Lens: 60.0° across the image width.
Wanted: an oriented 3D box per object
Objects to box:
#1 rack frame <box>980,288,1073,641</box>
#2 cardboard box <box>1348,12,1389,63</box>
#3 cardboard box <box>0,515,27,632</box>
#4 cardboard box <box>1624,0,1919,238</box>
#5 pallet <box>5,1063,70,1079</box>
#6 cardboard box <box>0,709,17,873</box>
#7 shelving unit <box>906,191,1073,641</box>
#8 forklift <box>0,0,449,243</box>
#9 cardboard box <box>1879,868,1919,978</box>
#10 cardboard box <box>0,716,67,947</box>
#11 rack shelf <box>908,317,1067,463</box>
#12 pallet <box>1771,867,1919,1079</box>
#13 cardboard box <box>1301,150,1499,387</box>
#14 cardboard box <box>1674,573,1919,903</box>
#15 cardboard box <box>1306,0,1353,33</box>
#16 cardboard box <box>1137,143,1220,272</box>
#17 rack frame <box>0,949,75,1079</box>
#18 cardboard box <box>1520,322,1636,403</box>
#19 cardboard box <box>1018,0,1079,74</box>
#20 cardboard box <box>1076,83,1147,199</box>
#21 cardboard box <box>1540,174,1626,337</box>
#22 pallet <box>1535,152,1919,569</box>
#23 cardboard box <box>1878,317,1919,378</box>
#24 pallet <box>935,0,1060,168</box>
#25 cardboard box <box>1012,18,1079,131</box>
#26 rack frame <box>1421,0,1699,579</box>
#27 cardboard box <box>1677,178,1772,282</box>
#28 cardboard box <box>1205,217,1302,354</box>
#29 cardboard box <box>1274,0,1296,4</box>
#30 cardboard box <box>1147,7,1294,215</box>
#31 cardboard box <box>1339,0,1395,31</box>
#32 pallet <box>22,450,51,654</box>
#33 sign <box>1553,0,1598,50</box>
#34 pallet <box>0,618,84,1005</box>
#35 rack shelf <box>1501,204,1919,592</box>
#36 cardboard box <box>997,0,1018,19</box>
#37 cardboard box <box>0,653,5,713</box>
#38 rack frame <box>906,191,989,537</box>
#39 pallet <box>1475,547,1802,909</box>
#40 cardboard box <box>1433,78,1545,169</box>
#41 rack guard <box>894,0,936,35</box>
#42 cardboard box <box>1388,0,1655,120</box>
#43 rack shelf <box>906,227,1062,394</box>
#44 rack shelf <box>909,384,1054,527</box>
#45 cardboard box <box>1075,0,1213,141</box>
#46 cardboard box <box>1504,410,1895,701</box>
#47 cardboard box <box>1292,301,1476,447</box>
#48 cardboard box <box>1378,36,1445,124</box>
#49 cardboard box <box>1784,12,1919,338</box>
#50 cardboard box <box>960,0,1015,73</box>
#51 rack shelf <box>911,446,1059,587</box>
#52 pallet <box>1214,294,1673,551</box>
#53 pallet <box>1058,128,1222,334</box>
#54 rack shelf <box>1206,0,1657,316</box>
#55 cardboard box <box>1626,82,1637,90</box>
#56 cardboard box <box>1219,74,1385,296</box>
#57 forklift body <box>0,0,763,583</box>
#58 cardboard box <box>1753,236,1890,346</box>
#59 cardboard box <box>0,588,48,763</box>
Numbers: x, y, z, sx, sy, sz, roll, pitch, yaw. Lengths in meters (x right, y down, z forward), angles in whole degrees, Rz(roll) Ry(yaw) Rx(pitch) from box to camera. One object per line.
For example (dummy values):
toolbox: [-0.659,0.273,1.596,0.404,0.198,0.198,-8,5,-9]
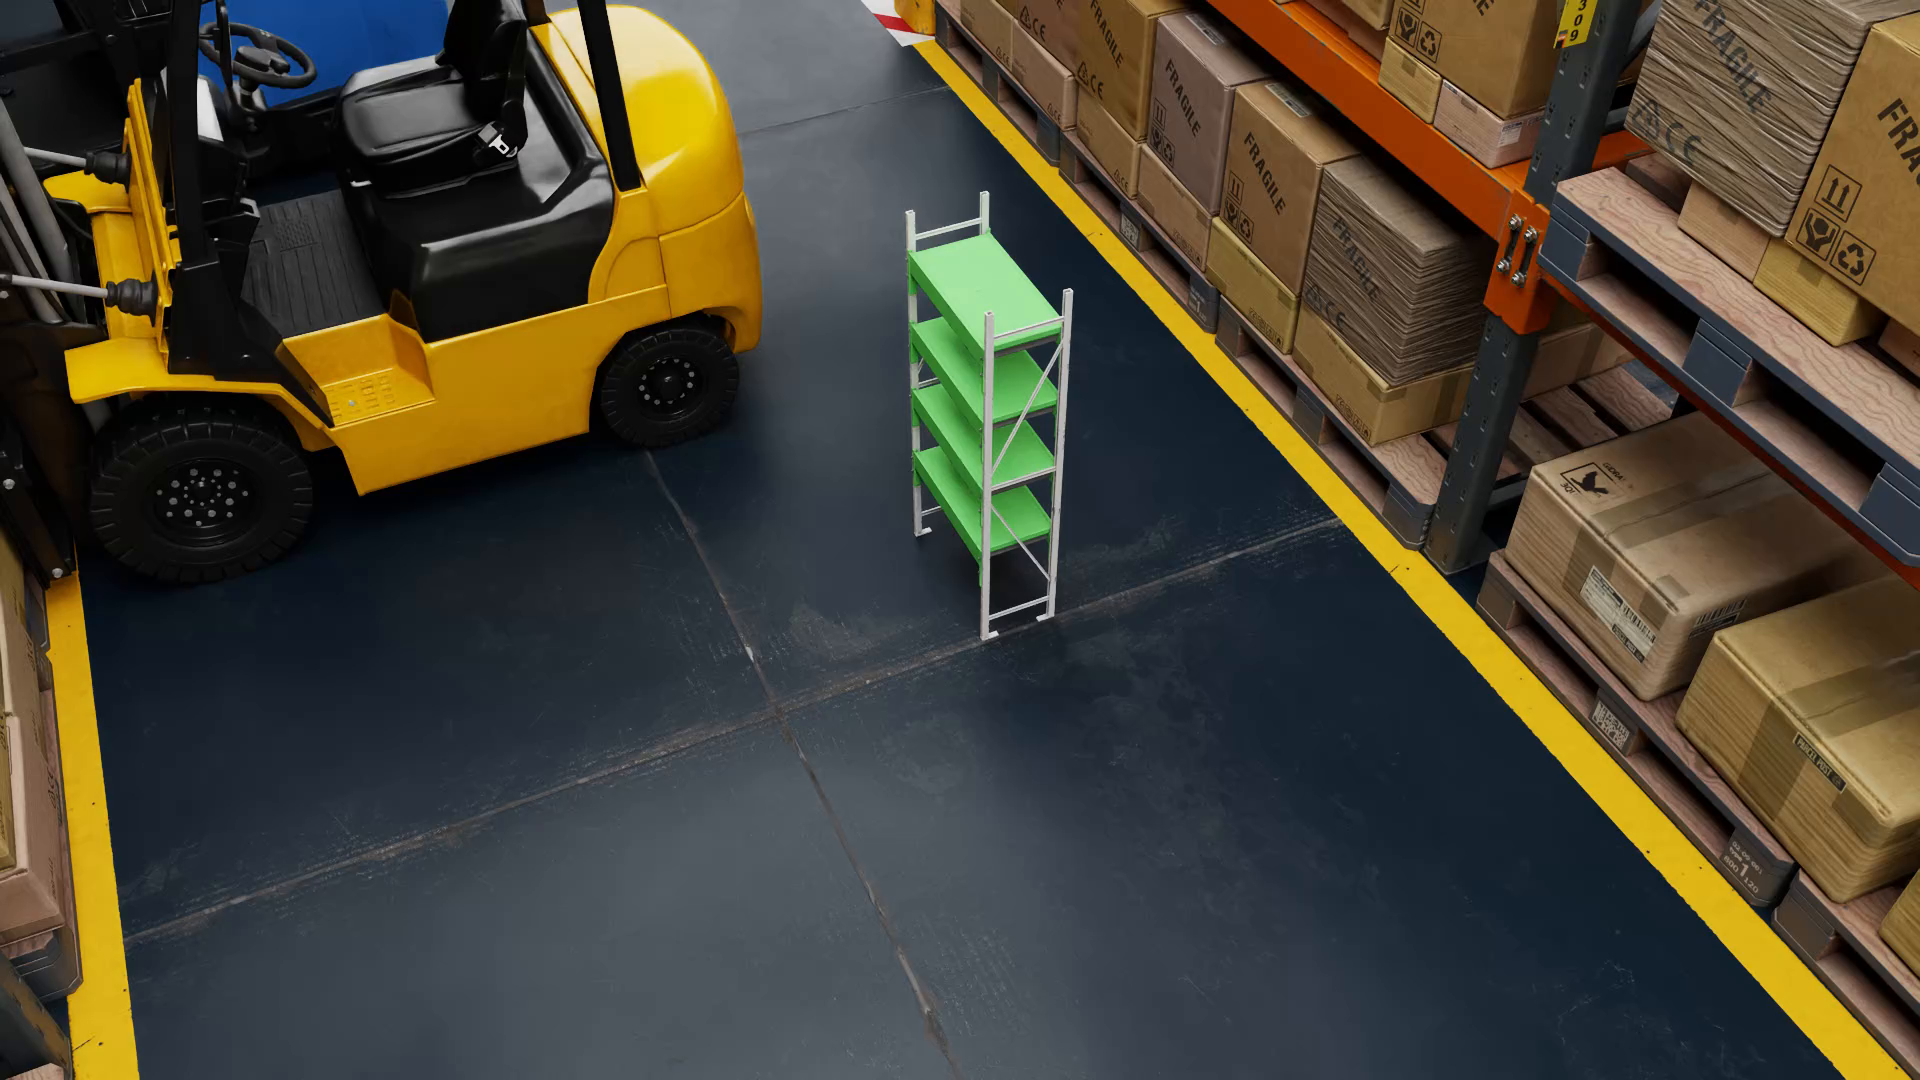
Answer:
rack frame: [0.172,-0.166,4.564,0.240,1.200,0.015,-18,47,-17]
cardboard box: [1.363,-1.508,4.822,0.380,0.149,0.250,-18,47,-17]
cardboard box: [-2.938,0.113,4.658,0.500,0.250,0.500,-17,47,-17]
cardboard box: [1.862,-1.044,3.590,0.500,0.500,0.500,-17,47,-16]
pallet: [-2.232,1.782,3.293,1.003,0.211,1.213,-18,47,-17]
cardboard box: [-2.501,0.584,3.826,0.500,0.250,0.500,-18,47,-18]
shelving unit: [0.070,-0.322,4.722,0.258,1.200,0.503,-18,47,-17]
forklift: [-3.571,-2.531,5.728,3.031,2.935,1.130,-27,50,-24]
cardboard box: [2.747,0.883,3.792,0.950,0.372,0.625,-17,47,-16]
cardboard box: [-2.480,0.755,4.008,0.500,0.250,0.500,-18,47,-17]
rack shelf: [0.070,-0.447,4.598,0.258,0.148,0.480,-18,47,-17]
pallet: [2.770,1.130,3.954,1.003,0.211,1.213,-18,47,-17]
cardboard box: [1.433,-0.872,5.123,0.500,0.500,0.500,-19,48,-18]
cardboard box: [2.453,0.440,4.240,0.950,0.372,0.625,-15,47,-15]
cardboard box: [1.271,-1.671,4.986,0.380,0.149,0.250,-19,48,-18]
cardboard box: [0.990,-1.266,6.056,0.500,0.250,0.500,-17,47,-17]
rack frame: [-2.577,0.332,2.778,1.000,3.000,0.127,-18,47,-17]
cardboard box: [1.922,-0.763,5.546,0.500,0.250,0.500,-20,48,-19]
cardboard box: [0.565,-2.181,6.449,0.500,0.500,0.500,-20,48,-19]
cardboard box: [0.780,-1.589,6.383,0.500,0.250,0.500,-15,47,-15]
cardboard box: [1.922,-1.030,5.283,0.500,0.500,0.500,-16,47,-16]
pallet: [2.114,-0.538,3.796,1.003,0.211,1.213,-18,47,-17]
cardboard box: [2.156,-0.431,3.431,0.380,0.149,0.250,-15,47,-15]
pallet: [0.584,-2.116,7.245,1.003,0.211,1.213,-18,47,-17]
cardboard box: [0.539,-1.933,6.732,0.500,0.250,0.500,-16,47,-16]
rack frame: [1.925,-1.136,4.266,1.000,3.000,0.127,-18,47,-17]
cardboard box: [1.871,-0.751,3.755,0.380,0.149,0.250,-17,47,-17]
cardboard box: [1.199,-0.941,5.727,0.500,0.250,0.500,-19,48,-18]
cardboard box: [1.083,-1.808,5.126,0.380,0.149,0.250,-19,48,-18]
cardboard box: [1.001,-1.520,5.780,0.500,0.500,0.500,-16,47,-15]
cardboard box: [1.290,-1.814,4.669,0.500,0.500,0.500,-17,47,-16]
pallet: [-3.391,0.027,5.073,1.003,0.211,1.213,-18,47,-17]
sign: [1.436,-1.279,3.795,0.100,0.325,0.005,-18,47,-17]
pallet: [-2.874,0.805,4.284,1.003,0.211,1.213,-18,47,-17]
rack shelf: [2.766,0.394,3.227,1.077,0.370,4.000,-18,47,-17]
cardboard box: [0.342,-2.512,6.785,0.500,0.500,0.500,-20,48,-19]
cardboard box: [-2.714,0.263,4.150,0.500,0.250,0.500,-18,47,-18]
rack frame: [-0.033,-0.477,4.879,0.240,1.200,0.015,-18,47,-17]
pallet: [2.253,0.352,4.743,1.003,0.211,1.213,-18,47,-17]
cardboard box: [1.513,-1.162,4.471,0.380,0.149,0.250,-18,48,-18]
rack guard: [0.275,-2.747,7.678,1.175,0.500,0.348,-18,47,-17]
cardboard box: [1.512,-1.488,4.339,0.500,0.500,0.500,-19,48,-18]
rack shelf: [0.070,-0.618,4.429,0.258,0.148,0.480,-18,47,-17]
rack shelf: [0.070,-0.276,4.767,0.258,0.148,0.480,-18,47,-17]
cardboard box: [0.769,-1.859,6.123,0.500,0.500,0.500,-17,47,-17]
cardboard box: [2.148,-0.017,4.704,0.950,0.372,0.625,-17,47,-17]
cardboard box: [1.432,-0.605,5.386,0.500,0.250,0.500,-16,47,-16]
cardboard box: [1.402,-1.319,4.630,0.380,0.149,0.250,-17,47,-17]
cardboard box: [2.073,-0.725,3.267,0.500,0.500,0.500,-18,47,-17]
cardboard box: [0.331,-2.261,7.064,0.500,0.250,0.500,-18,48,-18]
rack shelf: [0.070,-0.105,4.935,0.258,0.148,0.480,-18,47,-17]
pallet: [1.610,-0.561,5.669,1.003,0.211,1.213,-18,47,-17]
pallet: [1.093,-1.340,6.458,1.003,0.211,1.213,-18,47,-17]
rack shelf: [1.084,-2.155,5.810,1.077,0.370,4.000,-18,47,-17]
cardboard box: [2.083,-1.343,4.654,0.380,0.149,0.250,-18,47,-18]
cardboard box: [1.217,-1.196,5.451,0.500,0.500,0.500,-17,47,-17]
forklift body: [-1.807,-1.245,4.981,2.313,2.155,1.214,-18,47,-17]
cardboard box: [1.967,-0.589,3.591,0.380,0.149,0.250,-17,47,-17]
cardboard box: [-2.708,0.436,4.331,0.500,0.250,0.500,-19,48,-18]
